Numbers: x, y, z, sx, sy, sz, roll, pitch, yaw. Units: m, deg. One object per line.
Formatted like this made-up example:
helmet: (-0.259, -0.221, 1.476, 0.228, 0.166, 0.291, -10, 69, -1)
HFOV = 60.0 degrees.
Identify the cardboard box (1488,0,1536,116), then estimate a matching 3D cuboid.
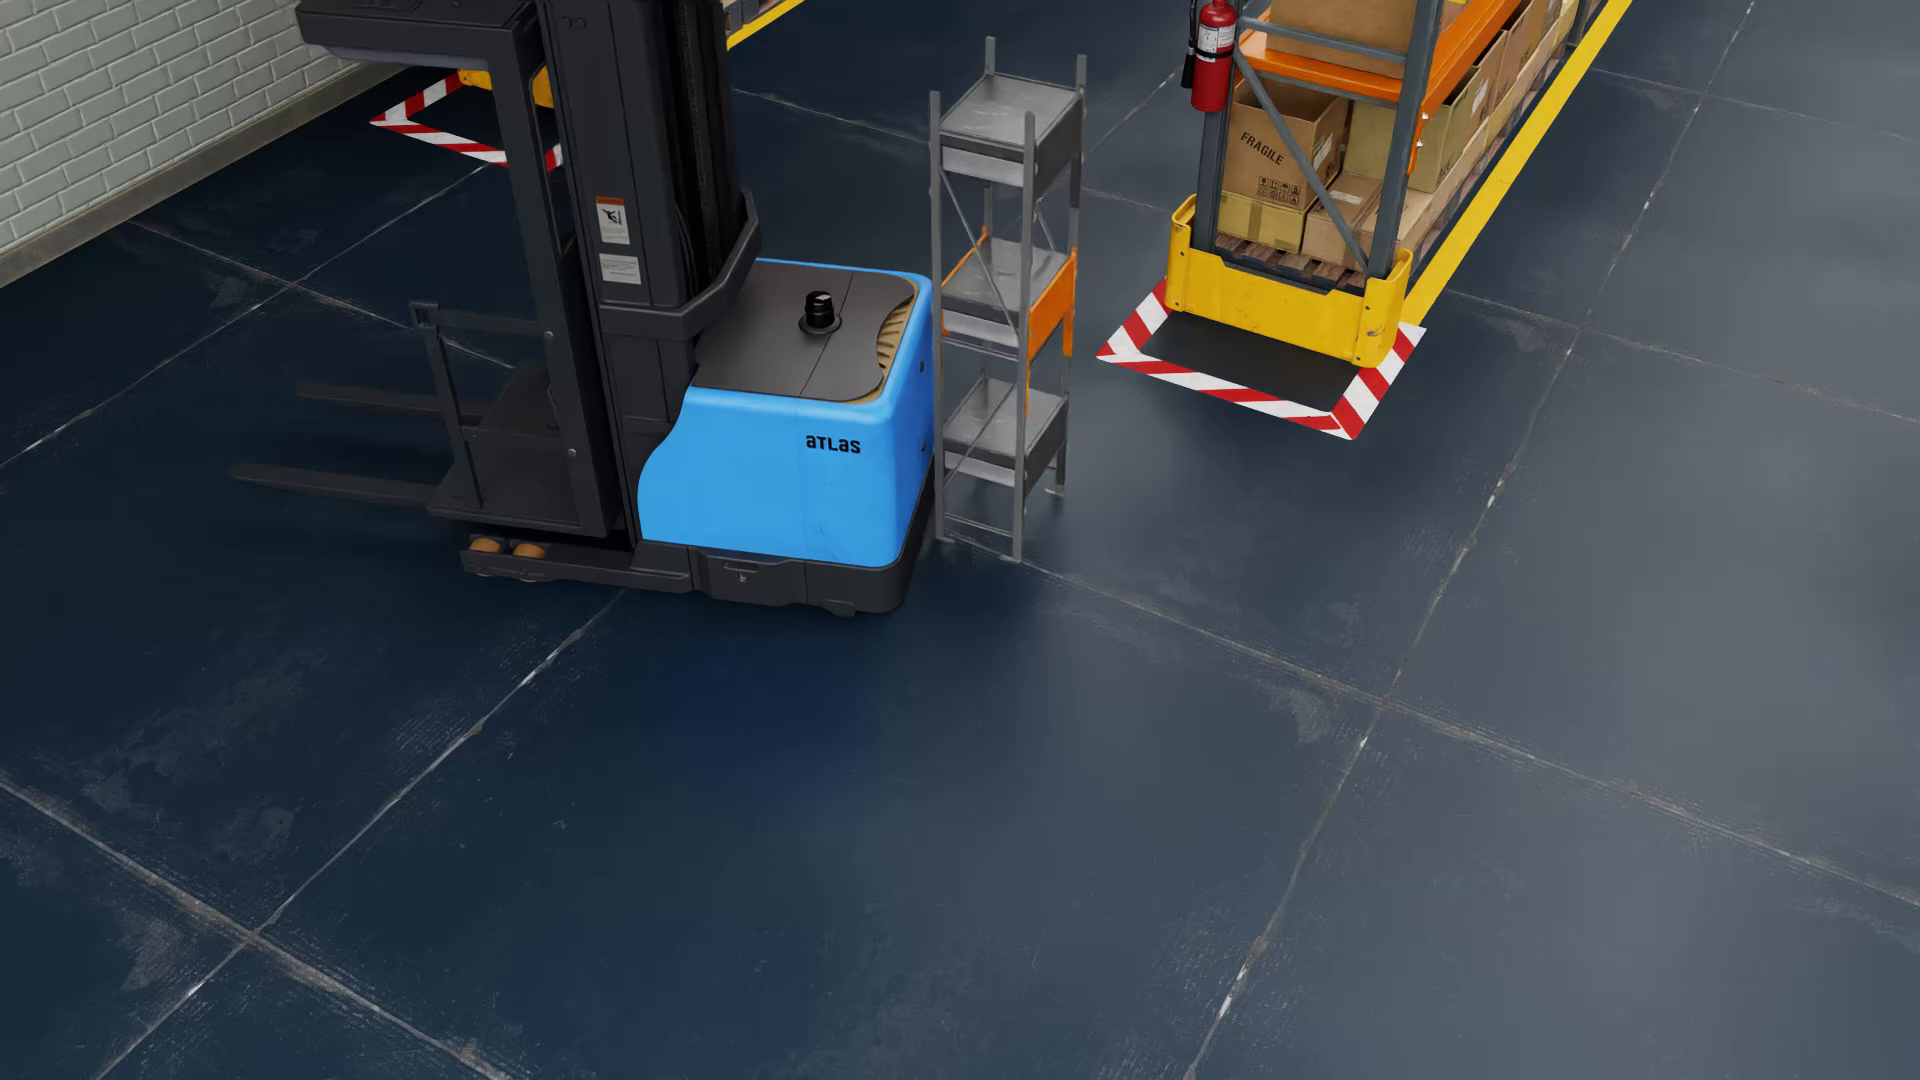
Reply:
cardboard box: (2.855, -2.762, 9.312, 0.500, 0.500, 0.500, 21, 45, 22)

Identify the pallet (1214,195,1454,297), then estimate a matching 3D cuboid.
pallet: (1.987, -1.669, 8.985, 1.003, 0.211, 1.213, 21, 45, 22)

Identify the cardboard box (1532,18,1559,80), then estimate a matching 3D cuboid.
cardboard box: (3.341, -3.058, 10.216, 0.500, 0.250, 0.500, 21, 45, 22)

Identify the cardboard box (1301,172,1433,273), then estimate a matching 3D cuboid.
cardboard box: (2.102, -1.623, 8.586, 0.500, 0.250, 0.500, 21, 45, 22)

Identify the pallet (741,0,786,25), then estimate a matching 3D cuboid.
pallet: (-1.563, -4.046, 11.684, 1.003, 0.211, 1.213, 21, 45, 22)

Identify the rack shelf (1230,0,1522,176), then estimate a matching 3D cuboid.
rack shelf: (2.642, -3.138, 9.088, 1.077, 0.370, 4.000, 21, 45, 22)

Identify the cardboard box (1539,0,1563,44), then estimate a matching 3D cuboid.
cardboard box: (3.339, -3.340, 9.968, 0.500, 0.500, 0.500, 21, 45, 22)

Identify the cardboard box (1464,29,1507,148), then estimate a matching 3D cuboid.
cardboard box: (2.589, -2.481, 8.994, 0.500, 0.500, 0.500, 21, 45, 22)

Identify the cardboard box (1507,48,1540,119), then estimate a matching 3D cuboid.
cardboard box: (3.103, -2.767, 9.885, 0.500, 0.250, 0.500, 21, 45, 22)

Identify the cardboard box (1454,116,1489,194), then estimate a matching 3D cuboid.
cardboard box: (2.599, -2.196, 9.237, 0.500, 0.250, 0.500, 21, 45, 22)

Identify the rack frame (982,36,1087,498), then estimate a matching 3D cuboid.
rack frame: (0.281, -1.036, 6.837, 0.400, 2.100, 0.015, 17, 44, 18)

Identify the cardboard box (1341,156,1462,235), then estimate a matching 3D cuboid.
cardboard box: (2.349, -1.910, 8.912, 0.500, 0.250, 0.500, 21, 45, 22)

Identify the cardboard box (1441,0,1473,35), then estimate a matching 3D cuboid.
cardboard box: (2.144, -2.866, 8.160, 0.700, 0.500, 0.500, 22, 46, 23)

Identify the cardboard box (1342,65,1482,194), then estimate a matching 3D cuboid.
cardboard box: (2.350, -2.191, 8.664, 0.500, 0.500, 0.500, 21, 45, 22)

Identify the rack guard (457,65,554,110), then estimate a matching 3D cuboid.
rack guard: (-2.612, -3.005, 10.285, 1.175, 0.500, 0.348, 21, 45, 22)

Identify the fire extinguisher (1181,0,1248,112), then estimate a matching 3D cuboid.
fire extinguisher: (1.179, -2.321, 7.674, 0.296, 0.674, 0.183, 21, 45, 22)

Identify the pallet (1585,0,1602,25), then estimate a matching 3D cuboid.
pallet: (3.977, -3.941, 11.565, 1.003, 0.211, 1.213, 21, 45, 22)

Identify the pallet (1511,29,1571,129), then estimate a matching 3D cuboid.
pallet: (3.208, -3.065, 10.571, 1.003, 0.211, 1.213, 21, 45, 22)

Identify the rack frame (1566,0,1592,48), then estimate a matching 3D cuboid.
rack frame: (3.642, -4.553, 10.150, 1.000, 3.000, 0.127, 21, 45, 22)

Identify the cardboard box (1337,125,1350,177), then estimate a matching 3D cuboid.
cardboard box: (1.893, -2.084, 9.110, 0.500, 0.250, 0.500, 21, 45, 22)

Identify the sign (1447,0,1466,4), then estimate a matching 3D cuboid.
sign: (2.118, -2.432, 7.027, 0.100, 0.325, 0.005, 21, 45, 22)

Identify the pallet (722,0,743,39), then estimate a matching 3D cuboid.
pallet: (-2.175, -3.350, 10.895, 1.003, 0.211, 1.213, 21, 45, 22)

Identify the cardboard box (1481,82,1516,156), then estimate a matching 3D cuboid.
cardboard box: (2.854, -2.481, 9.560, 0.500, 0.250, 0.500, 21, 45, 22)

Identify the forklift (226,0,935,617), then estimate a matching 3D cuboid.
forklift: (-1.648, -1.256, 6.459, 3.031, 2.935, 1.130, 7, 42, 8)

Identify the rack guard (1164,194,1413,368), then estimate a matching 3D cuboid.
rack guard: (1.629, -1.312, 8.362, 1.175, 0.500, 0.348, 21, 45, 22)

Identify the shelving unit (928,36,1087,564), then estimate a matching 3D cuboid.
shelving unit: (0.179, -0.889, 6.671, 0.431, 2.100, 0.503, 17, 44, 18)

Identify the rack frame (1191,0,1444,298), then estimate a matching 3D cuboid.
rack frame: (1.641, -2.264, 7.551, 1.000, 3.000, 0.127, 21, 45, 22)

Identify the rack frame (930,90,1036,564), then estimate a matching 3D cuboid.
rack frame: (0.078, -0.743, 6.504, 0.400, 2.100, 0.015, 17, 44, 18)

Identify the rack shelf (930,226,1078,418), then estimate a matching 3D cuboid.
rack shelf: (0.179, -0.879, 6.680, 0.431, 0.518, 0.480, 17, 44, 18)

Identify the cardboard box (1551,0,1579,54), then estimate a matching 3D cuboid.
cardboard box: (3.600, -3.341, 10.537, 0.500, 0.250, 0.500, 21, 45, 22)

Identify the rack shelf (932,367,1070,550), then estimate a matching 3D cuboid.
rack shelf: (0.179, -0.354, 7.143, 0.431, 0.518, 0.480, 17, 44, 18)

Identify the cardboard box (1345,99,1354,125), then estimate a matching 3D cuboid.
cardboard box: (2.139, -2.653, 9.189, 0.500, 0.500, 0.500, 21, 45, 22)

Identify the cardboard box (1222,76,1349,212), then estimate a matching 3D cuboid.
cardboard box: (1.651, -2.076, 8.534, 0.500, 0.500, 0.500, 21, 45, 22)

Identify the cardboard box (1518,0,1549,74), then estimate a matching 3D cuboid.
cardboard box: (3.092, -3.053, 9.642, 0.500, 0.500, 0.500, 21, 45, 22)

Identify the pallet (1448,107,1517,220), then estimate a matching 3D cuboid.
pallet: (2.599, -2.364, 9.775, 1.003, 0.211, 1.213, 21, 45, 22)

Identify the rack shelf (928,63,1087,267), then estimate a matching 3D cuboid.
rack shelf: (0.179, -1.404, 6.217, 0.431, 0.518, 0.480, 17, 44, 18)

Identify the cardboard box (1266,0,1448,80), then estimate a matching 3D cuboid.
cardboard box: (1.885, -2.564, 7.817, 0.700, 0.500, 0.500, 21, 45, 22)

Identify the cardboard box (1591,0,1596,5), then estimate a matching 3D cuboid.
cardboard box: (4.059, -3.827, 11.089, 0.500, 0.250, 0.500, 20, 45, 21)

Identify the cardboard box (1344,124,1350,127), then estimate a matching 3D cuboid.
cardboard box: (2.142, -2.371, 9.435, 0.500, 0.250, 0.500, 21, 45, 22)

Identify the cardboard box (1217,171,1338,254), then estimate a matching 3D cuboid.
cardboard box: (1.653, -1.794, 8.781, 0.500, 0.250, 0.500, 21, 45, 22)
